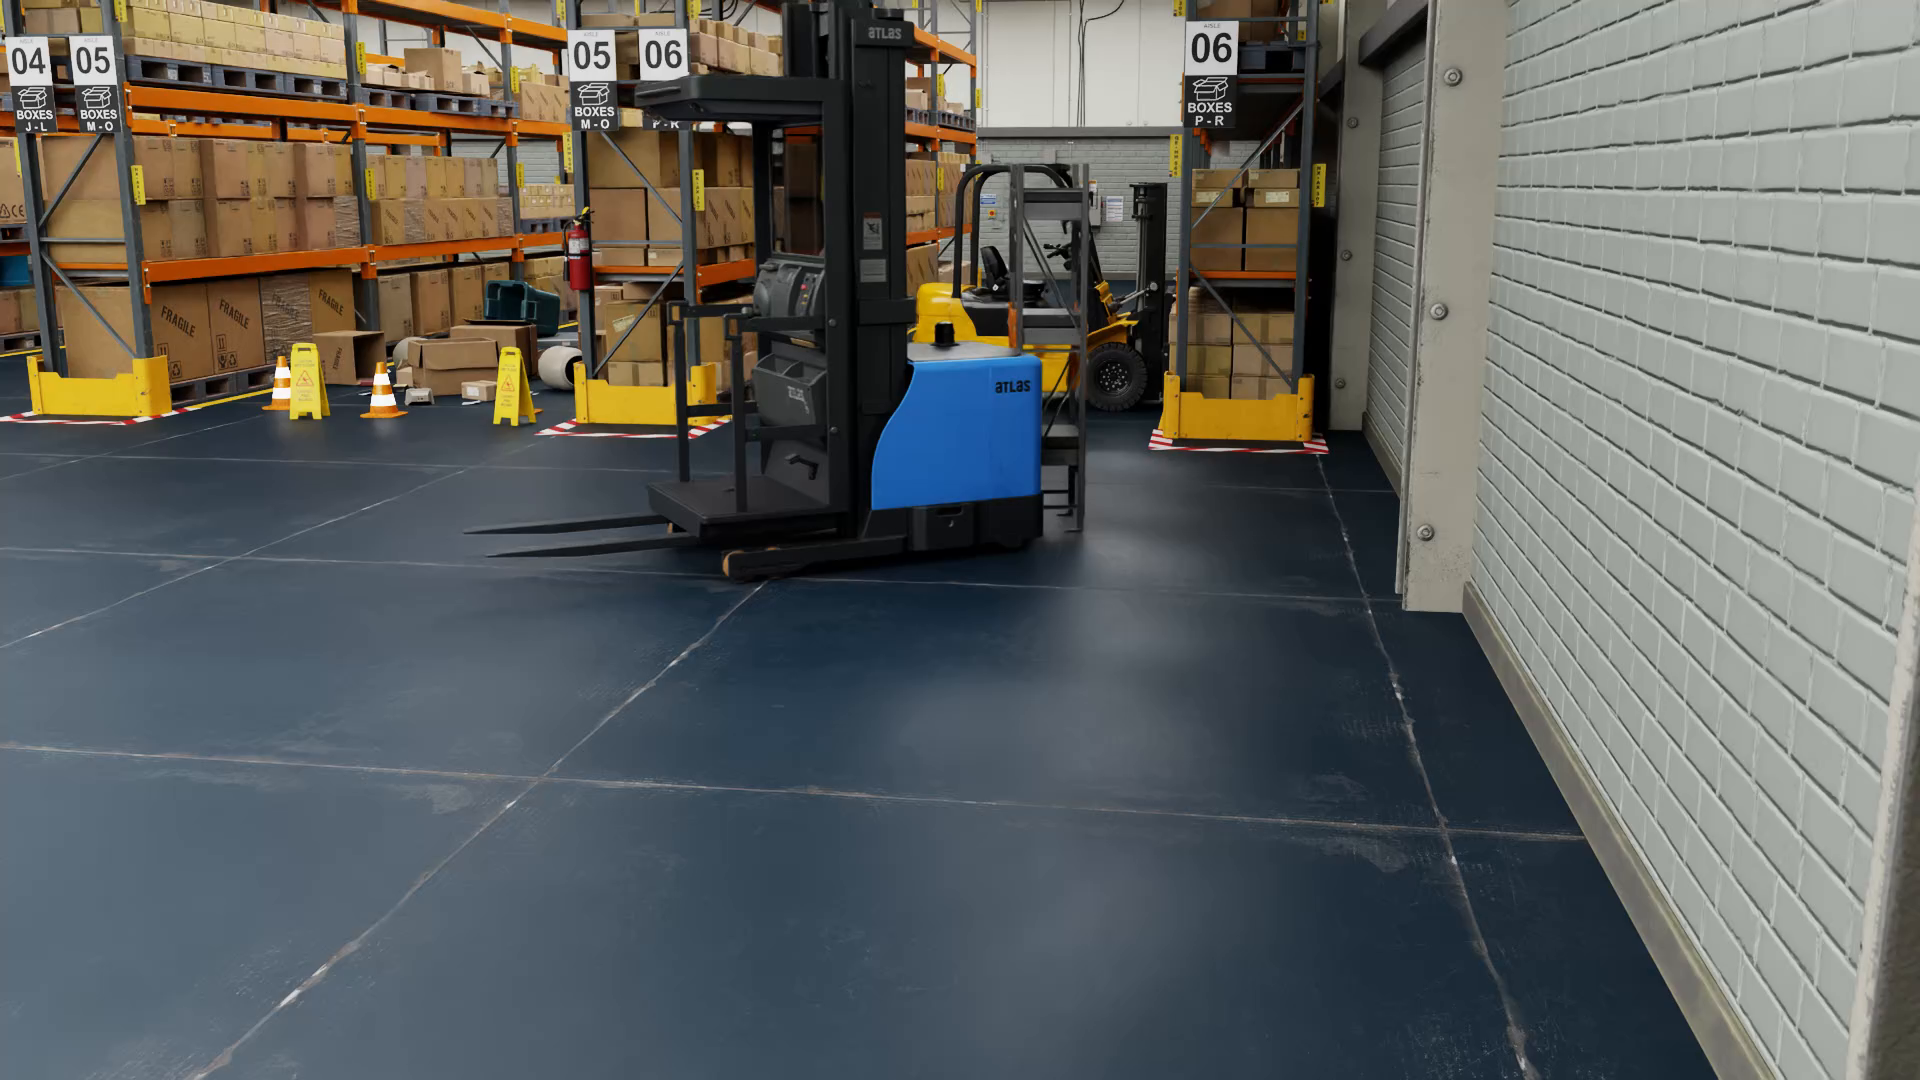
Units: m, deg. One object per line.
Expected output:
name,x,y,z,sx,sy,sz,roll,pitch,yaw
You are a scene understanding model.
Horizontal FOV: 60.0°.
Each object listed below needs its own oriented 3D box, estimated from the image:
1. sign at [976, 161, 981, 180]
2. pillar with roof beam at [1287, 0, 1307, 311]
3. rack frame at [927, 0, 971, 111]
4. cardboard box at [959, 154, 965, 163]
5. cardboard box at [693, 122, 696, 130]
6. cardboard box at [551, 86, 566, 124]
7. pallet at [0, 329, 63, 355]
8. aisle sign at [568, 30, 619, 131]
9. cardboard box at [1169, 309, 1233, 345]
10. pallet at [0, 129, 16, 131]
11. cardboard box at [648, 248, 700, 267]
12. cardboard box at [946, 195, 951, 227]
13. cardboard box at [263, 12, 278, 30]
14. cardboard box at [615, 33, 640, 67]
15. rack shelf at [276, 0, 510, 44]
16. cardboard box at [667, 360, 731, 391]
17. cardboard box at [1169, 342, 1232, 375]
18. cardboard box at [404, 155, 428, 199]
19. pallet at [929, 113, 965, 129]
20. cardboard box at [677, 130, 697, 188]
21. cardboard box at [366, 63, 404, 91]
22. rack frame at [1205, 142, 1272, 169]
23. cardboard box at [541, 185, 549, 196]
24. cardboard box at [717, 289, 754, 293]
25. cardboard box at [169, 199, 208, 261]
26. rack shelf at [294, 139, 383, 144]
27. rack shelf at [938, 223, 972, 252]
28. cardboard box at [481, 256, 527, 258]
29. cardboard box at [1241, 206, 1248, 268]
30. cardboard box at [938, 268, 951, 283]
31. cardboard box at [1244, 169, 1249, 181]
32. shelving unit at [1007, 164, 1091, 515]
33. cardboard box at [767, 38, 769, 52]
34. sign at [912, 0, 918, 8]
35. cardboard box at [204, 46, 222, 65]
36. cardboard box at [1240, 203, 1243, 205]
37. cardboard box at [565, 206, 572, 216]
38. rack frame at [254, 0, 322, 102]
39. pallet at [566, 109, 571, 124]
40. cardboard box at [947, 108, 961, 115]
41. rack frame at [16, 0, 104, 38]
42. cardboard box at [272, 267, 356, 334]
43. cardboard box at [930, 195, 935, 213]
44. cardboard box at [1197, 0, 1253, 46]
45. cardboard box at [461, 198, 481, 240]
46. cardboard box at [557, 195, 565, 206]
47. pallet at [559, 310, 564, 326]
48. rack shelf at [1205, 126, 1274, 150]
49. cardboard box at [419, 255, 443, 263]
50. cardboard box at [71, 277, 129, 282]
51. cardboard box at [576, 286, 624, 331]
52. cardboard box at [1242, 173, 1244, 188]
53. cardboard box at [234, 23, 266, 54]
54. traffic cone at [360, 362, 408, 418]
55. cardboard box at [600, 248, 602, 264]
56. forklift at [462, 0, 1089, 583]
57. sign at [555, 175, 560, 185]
sign,0.313,-6.452,29.003,0.100,0.325,0.005,2,12,9
pillar with roof beam,0.813,-7.986,25.190,9.100,9.000,0.400,2,12,9
rack frame,-0.217,-8.724,28.612,0.949,2.616,0.053,2,12,9
cardboard box,-0.129,-6.403,27.936,0.380,0.149,0.250,2,12,10
cardboard box,-4.936,-7.220,29.112,0.500,0.250,0.500,2,12,7
cardboard box,-5.865,-6.099,23.317,0.500,0.500,0.500,2,12,9
pallet,-11.740,-2.413,20.189,1.003,0.211,1.213,2,12,9
aisle sign,-2.977,-3.728,13.500,0.394,0.787,0.004,2,12,9
cardboard box,1.986,-1.756,13.679,0.500,0.250,0.500,2,12,11
pallet,-15.546,-6.648,26.547,1.213,0.211,1.003,2,12,9
cardboard box,-2.425,-2.402,14.113,0.380,0.149,0.250,2,12,9
cardboard box,-0.424,-5.201,26.270,0.500,0.500,0.500,2,12,9
cardboard box,-6.909,-5.071,16.252,0.380,0.149,0.250,2,12,8
cardboard box,-2.869,-4.114,13.993,0.500,0.250,0.500,2,12,8
rack shelf,-6.665,-6.234,19.718,1.077,0.370,4.000,2,12,9
cardboard box,-2.284,-1.480,14.773,0.500,0.250,0.500,2,12,8
cardboard box,1.990,-1.517,13.757,0.500,0.250,0.500,2,12,8
cardboard box,-6.747,-4.286,19.650,0.700,0.500,0.500,2,12,9
pallet,-0.510,-6.805,27.038,1.003,0.211,1.213,2,12,9
cardboard box,-2.733,-3.362,14.657,0.700,0.500,0.500,2,12,9
cardboard box,-6.921,-5.481,19.665,0.500,0.311,0.500,1,12,7
rack frame,4.069,-4.798,24.638,1.000,3.000,0.127,2,12,9
cardboard box,-5.973,-4.890,23.253,0.380,0.149,0.250,1,12,6
cardboard box,-2.046,-2.177,16.223,0.500,0.500,0.500,3,12,12
cardboard box,-7.513,-2.867,15.320,0.875,0.550,0.550,2,12,9
rack shelf,-10.320,-6.880,28.547,0.831,0.071,3.687,2,12,9
rack shelf,-0.528,-5.023,27.389,1.077,0.370,4.000,2,12,9
cardboard box,-6.445,-3.871,23.493,0.500,0.250,0.500,2,12,9
cardboard box,2.633,-2.552,13.980,0.500,0.500,0.500,2,12,10
cardboard box,-0.633,-4.038,26.197,0.875,0.438,0.875,2,12,8
cardboard box,4.561,-5.538,25.942,0.500,0.500,0.500,2,12,7
shelving unit,0.509,-1.127,9.739,0.431,2.100,0.499,-1,12,-3
cardboard box,-2.044,-4.736,15.932,0.380,0.149,0.250,2,12,8
sign,-0.768,-9.277,28.587,0.100,0.325,0.005,2,12,9
cardboard box,-7.064,-4.469,15.350,0.380,0.149,0.250,2,12,9
cardboard box,2.372,-2.884,15.516,0.500,0.500,0.500,2,12,8
cardboard box,-5.846,-4.764,24.080,0.380,0.149,0.250,1,12,7
rack frame,-10.628,-8.212,26.239,1.000,3.000,0.127,2,12,9
pallet,-6.099,-6.131,24.149,1.213,0.211,1.003,2,12,9
cardboard box,-0.186,-7.202,28.035,0.380,0.149,0.250,1,12,4
rack frame,-7.591,-5.532,13.805,0.949,2.616,0.053,2,12,9
cardboard box,-7.139,-2.470,17.883,0.875,0.875,0.875,2,12,10
cardboard box,-0.663,-5.030,24.882,0.500,0.250,0.500,2,12,9
cardboard box,2.051,-4.170,13.130,0.500,0.500,0.500,2,12,11
cardboard box,-6.317,-4.004,20.713,0.500,0.500,0.500,2,12,8
cardboard box,-5.888,-4.855,23.795,0.380,0.149,0.250,2,12,8
pallet,-6.236,-3.065,23.212,1.003,0.211,1.213,2,12,9
rack shelf,3.762,-5.497,22.466,1.077,0.370,4.000,2,12,9
cardboard box,-10.032,-5.143,30.284,0.875,0.875,0.875,2,12,9
cardboard box,-11.388,-3.555,21.980,0.500,0.250,0.500,3,13,15
cardboard box,-3.830,-2.493,18.076,0.500,0.500,0.500,2,12,9
cardboard box,2.203,-3.050,14.044,0.380,0.149,0.250,2,12,9
cardboard box,-7.028,-4.800,15.940,0.500,0.250,0.500,2,12,8
traffic cone,-5.039,-1.317,14.505,0.336,0.463,0.334,2,12,9
cardboard box,-2.906,-2.479,14.471,0.380,0.149,0.250,2,12,8
forklift,-0.905,-1.360,8.848,3.444,2.935,1.130,-6,13,-25
sign,-6.280,-5.537,26.010,0.100,0.325,0.005,2,12,9
